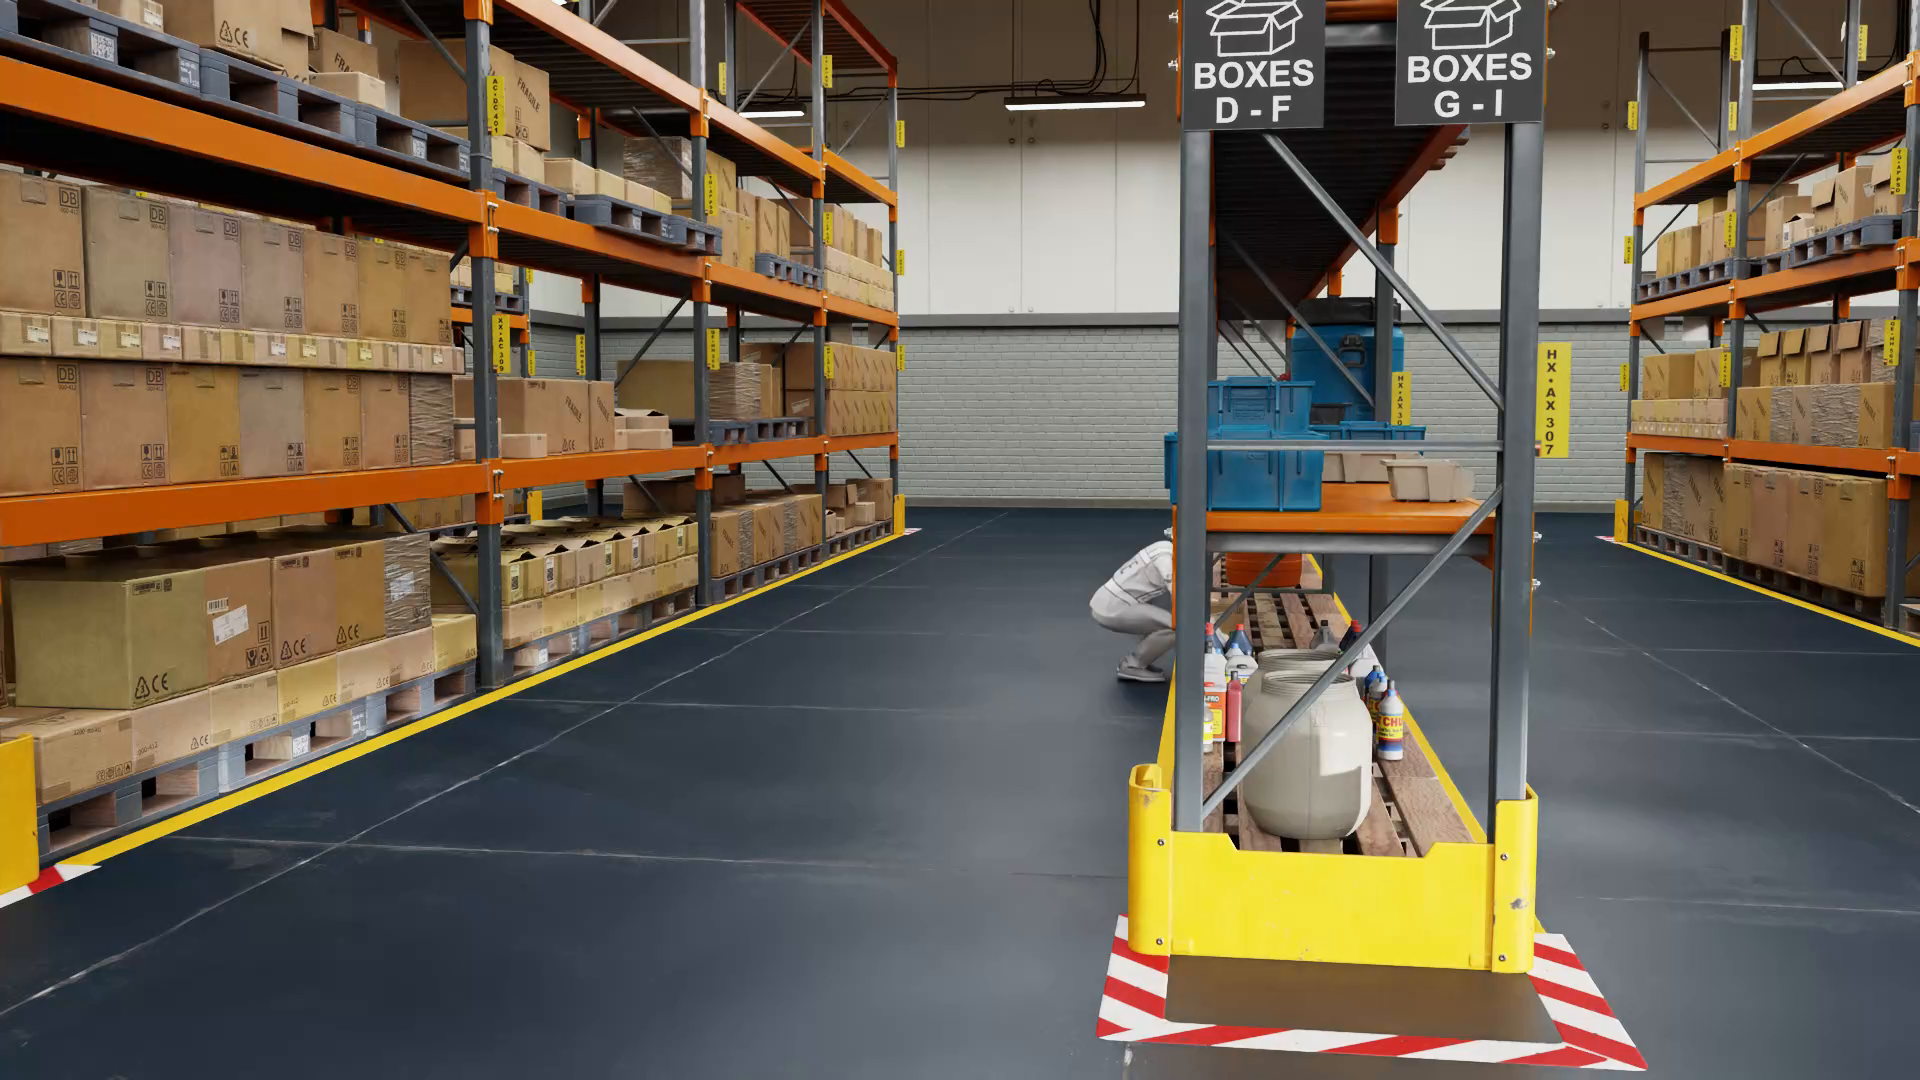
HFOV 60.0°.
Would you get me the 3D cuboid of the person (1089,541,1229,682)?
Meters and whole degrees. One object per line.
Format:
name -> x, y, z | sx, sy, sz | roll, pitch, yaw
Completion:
person -> 1.224, 0.351, 9.896 | 0.892, 0.981, 0.460 | 1, 5, 17
